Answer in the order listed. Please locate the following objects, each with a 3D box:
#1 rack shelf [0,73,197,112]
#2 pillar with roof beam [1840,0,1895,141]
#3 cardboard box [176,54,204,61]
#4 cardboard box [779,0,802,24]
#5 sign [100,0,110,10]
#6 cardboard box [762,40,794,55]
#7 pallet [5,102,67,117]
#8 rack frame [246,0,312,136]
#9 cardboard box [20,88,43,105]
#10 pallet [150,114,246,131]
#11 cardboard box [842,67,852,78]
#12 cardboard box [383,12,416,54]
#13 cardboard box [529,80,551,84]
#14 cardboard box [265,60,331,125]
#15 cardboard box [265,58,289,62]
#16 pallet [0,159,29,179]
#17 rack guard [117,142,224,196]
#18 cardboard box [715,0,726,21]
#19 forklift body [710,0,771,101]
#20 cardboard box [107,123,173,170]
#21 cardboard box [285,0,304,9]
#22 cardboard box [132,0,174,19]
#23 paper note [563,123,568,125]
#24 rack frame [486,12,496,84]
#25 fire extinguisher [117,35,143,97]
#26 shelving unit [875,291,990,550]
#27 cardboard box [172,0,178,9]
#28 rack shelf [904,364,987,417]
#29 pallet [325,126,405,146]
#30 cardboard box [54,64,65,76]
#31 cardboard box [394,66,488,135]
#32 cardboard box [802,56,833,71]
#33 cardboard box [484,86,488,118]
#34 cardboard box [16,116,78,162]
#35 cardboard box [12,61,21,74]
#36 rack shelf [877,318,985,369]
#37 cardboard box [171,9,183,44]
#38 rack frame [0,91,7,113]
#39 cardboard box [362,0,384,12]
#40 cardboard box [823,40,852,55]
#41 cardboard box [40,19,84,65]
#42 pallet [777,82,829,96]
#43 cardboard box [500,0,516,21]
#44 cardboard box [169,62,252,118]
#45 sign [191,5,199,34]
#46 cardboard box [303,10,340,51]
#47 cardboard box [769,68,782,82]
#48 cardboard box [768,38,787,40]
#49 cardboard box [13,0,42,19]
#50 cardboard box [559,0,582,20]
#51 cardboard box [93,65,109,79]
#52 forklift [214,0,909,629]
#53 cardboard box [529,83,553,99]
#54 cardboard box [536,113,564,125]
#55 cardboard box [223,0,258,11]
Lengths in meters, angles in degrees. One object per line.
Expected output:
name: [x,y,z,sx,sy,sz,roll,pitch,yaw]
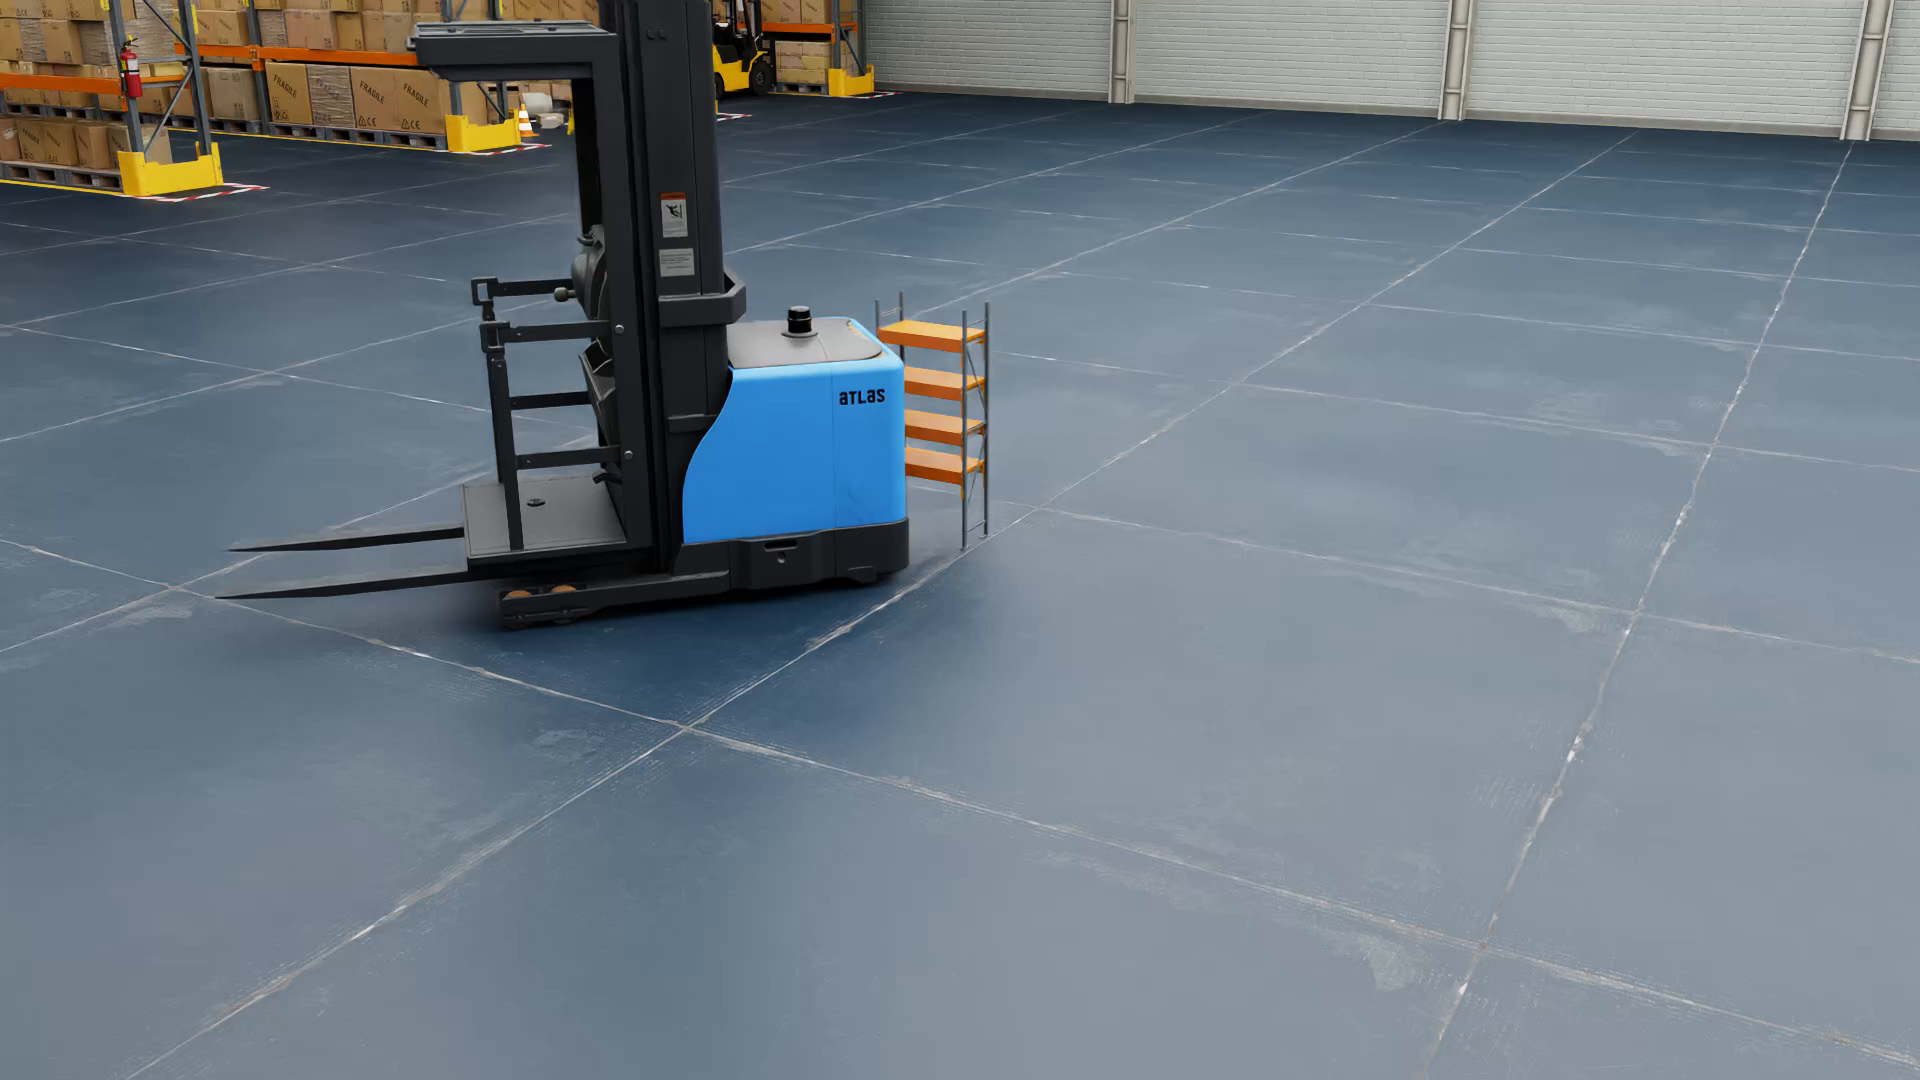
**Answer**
rack shelf: [-11.112,-5.604,20.470,4.000,0.370,1.077,11,23,27]
pillar with roof beam: [11.331,-8.967,19.890,0.400,9.000,9.100,11,23,27]
cardboard box: [-15.505,-9.685,33.806,0.875,0.438,0.875,10,22,27]
cardboard box: [-3.121,-10.178,31.878,0.500,0.500,0.500,12,23,29]
sign: [-9.654,-6.141,18.733,0.005,0.325,0.100,11,23,27]
cardboard box: [-3.563,-9.561,32.273,0.500,0.250,0.500,11,23,28]
pallet: [-15.585,-7.423,28.518,1.213,0.211,1.003,11,23,27]
rack frame: [-10.351,-7.735,25.289,0.127,3.000,1.000,11,23,27]
cardboard box: [-15.466,-7.624,28.035,0.500,0.500,0.500,10,22,25]
pallet: [-12.130,-6.732,26.615,1.213,0.211,1.003,11,23,27]
cardboard box: [-2.449,-9.083,32.422,0.500,0.250,0.500,11,23,28]
cardboard box: [-7.695,-7.273,23.797,0.550,0.550,0.875,11,23,27]
cardboard box: [-7.168,-8.218,28.939,0.500,0.500,0.500,12,23,29]
cardboard box: [-9.836,-6.808,25.234,0.875,0.875,0.875,11,23,28]
cardboard box: [-12.856,-9.378,32.319,0.875,0.875,0.875,11,23,28]
pallet: [-12.254,-4.863,21.461,1.213,0.211,1.003,11,23,27]
rack guard: [-9.432,-4.447,19.892,0.348,0.500,1.175,11,23,27]
cardboard box: [-4.442,-10.433,32.582,0.500,0.500,0.500,11,22,27]
forklift body: [-4.660,-9.411,31.156,1.214,2.155,2.313,11,23,27]
cardboard box: [-9.903,-4.741,20.085,0.500,0.500,0.500,16,25,37]
cardboard box: [-9.508,-8.184,24.725,0.550,0.550,0.875,11,23,27]
cardboard box: [-9.713,-6.439,19.668,0.500,0.500,0.500,11,23,27]
paper note: [-6.329,-6.729,26.870,0.142,0.019,0.148,3,20,9]
rack frame: [-8.025,-9.225,29.398,0.127,3.000,1.000,11,23,27]
fire extinguisher: [-9.490,-5.417,19.013,0.183,0.674,0.296,11,23,27]
shelving unit: [-0.133,-0.592,8.239,0.503,1.200,0.258,11,23,28]
cardboard box: [-12.118,-8.586,26.023,0.500,0.500,0.700,11,22,27]
rack shelf: [-0.133,-0.739,8.185,0.480,0.148,0.258,11,23,28]
pallet: [-8.656,-6.071,24.793,1.213,0.211,1.003,11,23,27]
cardboard box: [-10.585,-5.646,19.898,0.250,0.149,0.380,11,23,27]
cardboard box: [-7.483,-6.361,24.002,0.875,0.875,0.875,11,23,28]
cardboard box: [-2.693,-9.166,31.918,0.500,0.250,0.500,10,22,27]
cardboard box: [-8.121,-7.142,27.116,0.503,0.637,0.797,11,23,27]
cardboard box: [-11.444,-5.046,20.926,0.500,0.500,0.500,9,22,23]
cardboard box: [-11.260,-5.758,20.208,0.250,0.149,0.380,11,23,27]
rack shelf: [-0.133,-0.962,8.105,0.480,0.148,0.258,11,23,28]
cardboard box: [-11.819,-7.957,25.755,0.500,0.500,0.500,11,23,28]
rack frame: [-12.858,-6.275,21.265,0.127,3.000,1.000,11,23,27]
cardboard box: [-8.111,-7.918,23.992,0.550,0.550,0.875,11,23,27]
cardboard box: [-2.442,-9.549,32.242,0.500,0.250,0.500,10,22,26]
cardboard box: [-10.327,-5.943,19.768,0.500,0.500,0.875,11,23,27]
pallet: [-2.803,-8.842,32.431,1.213,0.211,1.003,11,23,27]
cardboard box: [-7.777,-9.256,28.899,0.500,0.500,0.500,11,23,27]
cardboard box: [-11.777,-7.112,26.257,0.750,0.750,1.050,11,23,27]
sign: [-9.101,-6.178,19.728,0.005,0.325,0.100,11,23,27]
cardboard box: [-9.117,-7.538,24.526,0.550,0.550,0.875,11,23,27]
cardboard box: [-3.541,-9.098,32.465,0.500,0.250,0.500,11,23,28]
cardboard box: [-3.756,-9.805,32.946,0.500,0.250,0.500,10,22,26]
cardboard box: [-10.841,-6.450,19.698,0.500,0.500,0.500,11,23,27]
cardboard box: [-6.444,-9.014,28.232,0.500,0.500,0.500,11,23,28]
cardboard box: [-9.933,-5.519,19.550,0.250,0.149,0.380,11,23,27]
forklift: [-1.814,-1.189,7.344,3.031,2.935,1.130,-6,21,-16]
cardboard box: [-7.170,-7.866,29.067,0.500,0.250,0.500,12,23,30]
cardboard box: [-6.661,-6.836,26.993,0.380,0.149,0.250,-11,23,-29]
cardboard box: [-10.787,-8.332,25.324,0.500,0.500,0.700,10,22,26]
